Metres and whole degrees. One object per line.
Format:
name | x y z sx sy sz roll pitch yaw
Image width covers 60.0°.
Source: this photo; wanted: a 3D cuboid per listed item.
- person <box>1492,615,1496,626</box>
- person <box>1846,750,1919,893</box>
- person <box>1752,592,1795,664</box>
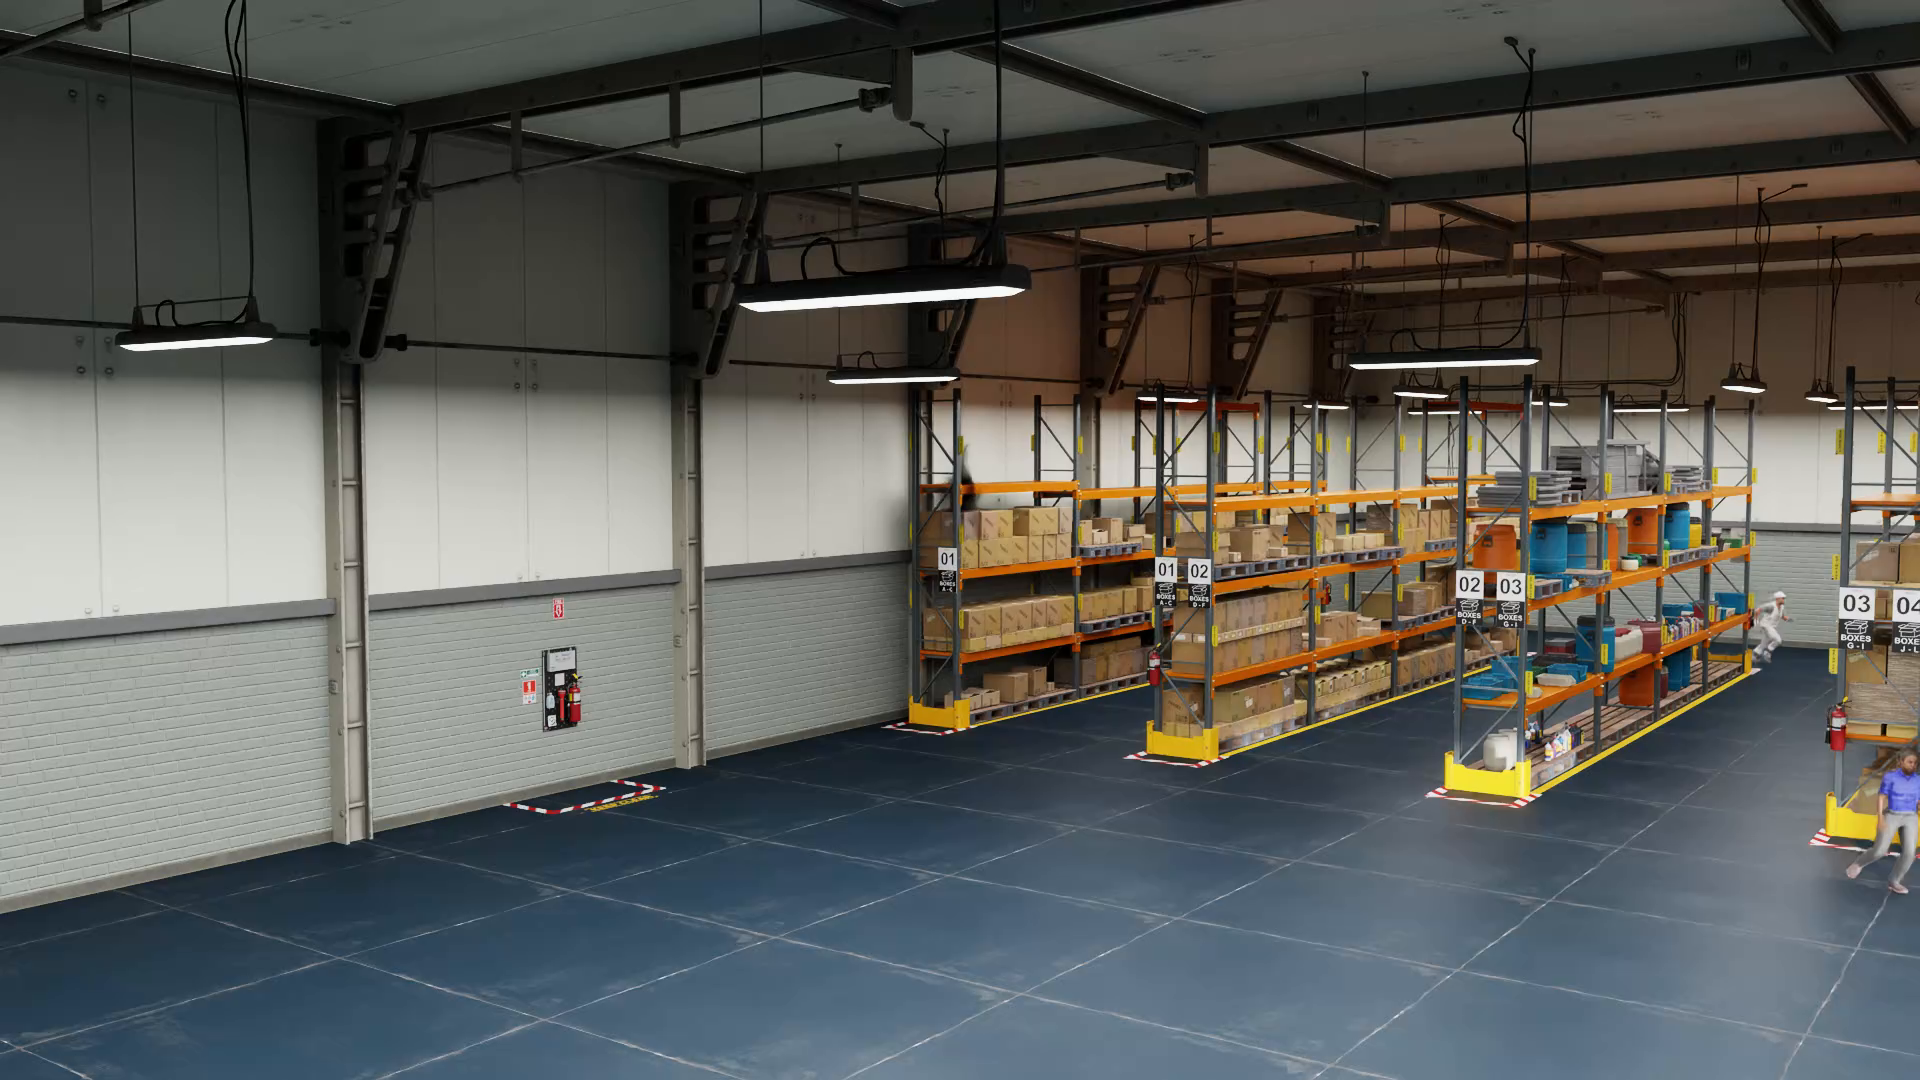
person | 13.364 1.874 41.098 0.510 1.582 0.911 -2 4 -31
person | 10.424 3.133 18.674 0.729 1.578 0.543 0 3 8
person | 18.467 1.994 37.846 0.694 1.653 0.979 -3 4 -39
